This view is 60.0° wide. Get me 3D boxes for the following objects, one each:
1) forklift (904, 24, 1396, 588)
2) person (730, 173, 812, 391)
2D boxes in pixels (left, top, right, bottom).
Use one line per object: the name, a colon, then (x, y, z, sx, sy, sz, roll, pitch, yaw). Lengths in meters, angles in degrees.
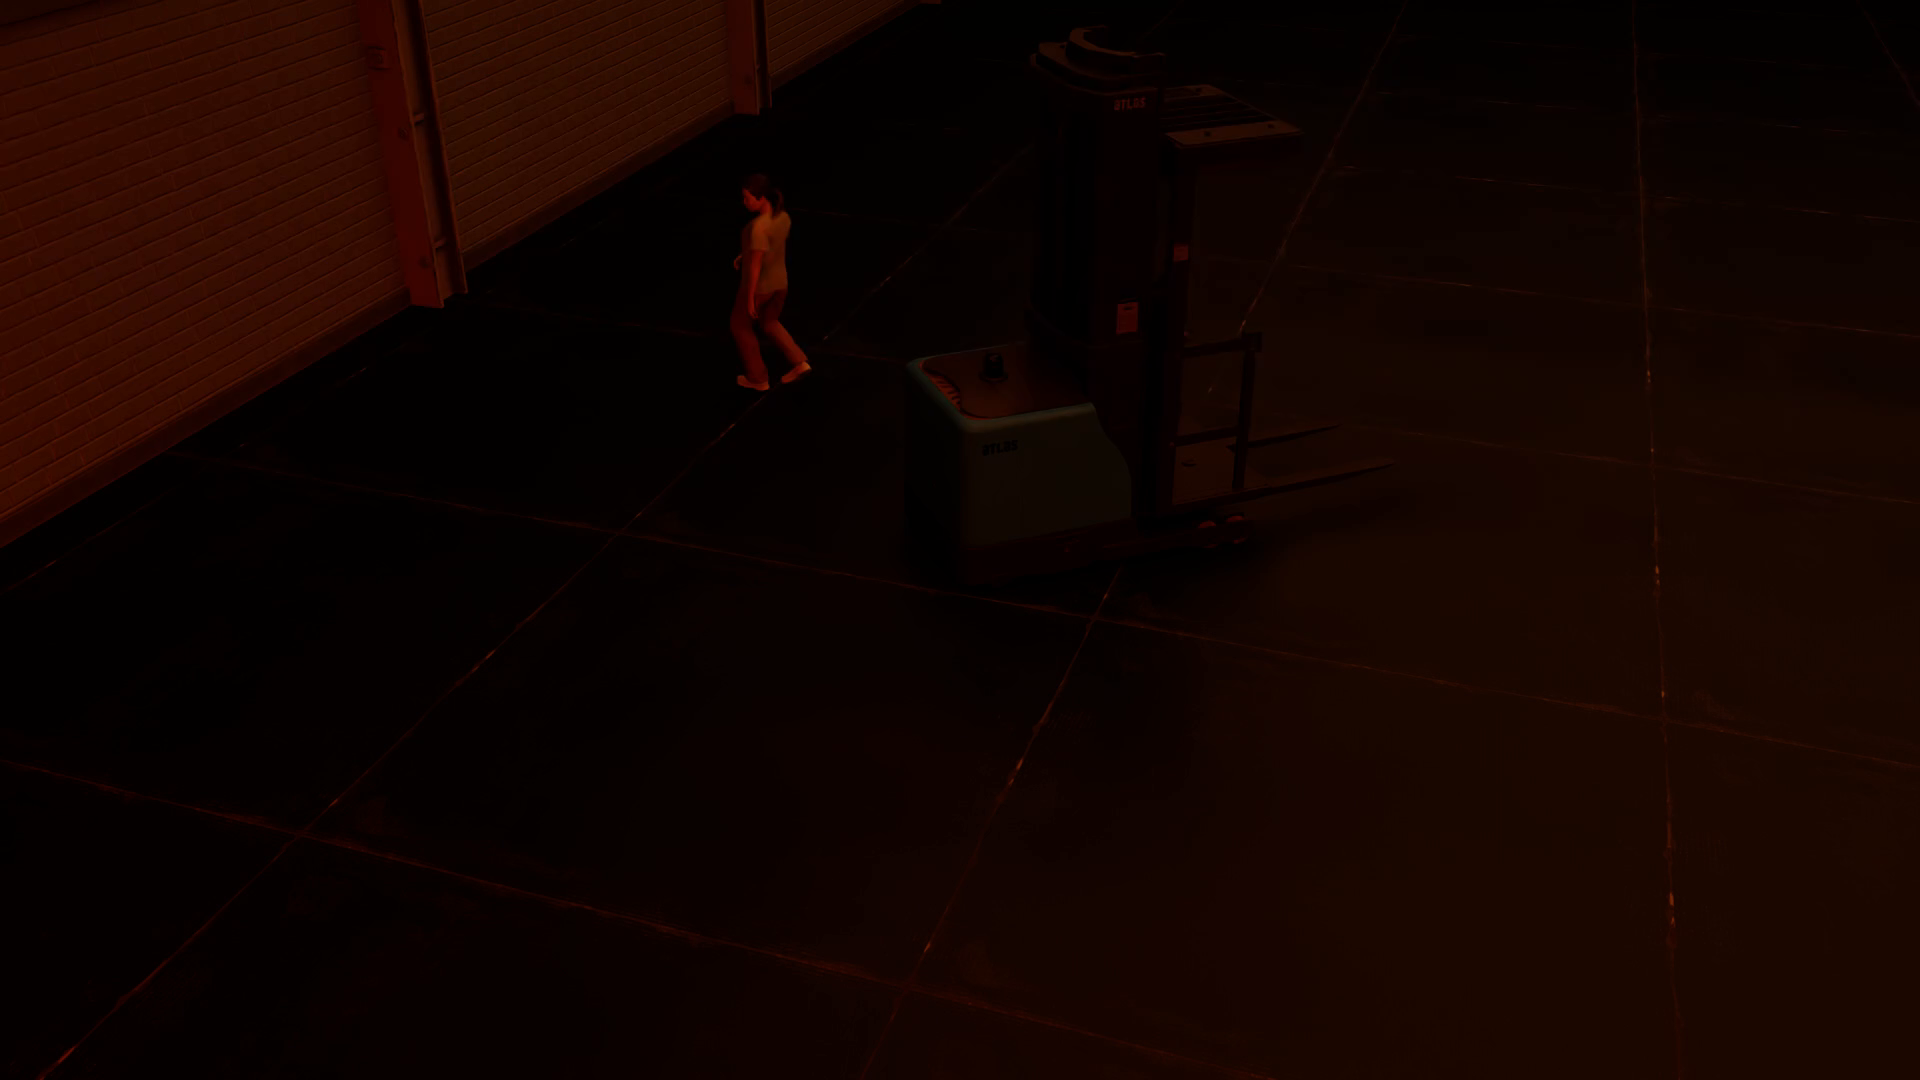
forklift: (1.229, -1.451, 9.682, 3.031, 2.935, 1.130, -11, 31, -19)
person: (-1.393, -1.764, 11.565, 0.610, 1.621, 0.607, 24, 37, 35)
